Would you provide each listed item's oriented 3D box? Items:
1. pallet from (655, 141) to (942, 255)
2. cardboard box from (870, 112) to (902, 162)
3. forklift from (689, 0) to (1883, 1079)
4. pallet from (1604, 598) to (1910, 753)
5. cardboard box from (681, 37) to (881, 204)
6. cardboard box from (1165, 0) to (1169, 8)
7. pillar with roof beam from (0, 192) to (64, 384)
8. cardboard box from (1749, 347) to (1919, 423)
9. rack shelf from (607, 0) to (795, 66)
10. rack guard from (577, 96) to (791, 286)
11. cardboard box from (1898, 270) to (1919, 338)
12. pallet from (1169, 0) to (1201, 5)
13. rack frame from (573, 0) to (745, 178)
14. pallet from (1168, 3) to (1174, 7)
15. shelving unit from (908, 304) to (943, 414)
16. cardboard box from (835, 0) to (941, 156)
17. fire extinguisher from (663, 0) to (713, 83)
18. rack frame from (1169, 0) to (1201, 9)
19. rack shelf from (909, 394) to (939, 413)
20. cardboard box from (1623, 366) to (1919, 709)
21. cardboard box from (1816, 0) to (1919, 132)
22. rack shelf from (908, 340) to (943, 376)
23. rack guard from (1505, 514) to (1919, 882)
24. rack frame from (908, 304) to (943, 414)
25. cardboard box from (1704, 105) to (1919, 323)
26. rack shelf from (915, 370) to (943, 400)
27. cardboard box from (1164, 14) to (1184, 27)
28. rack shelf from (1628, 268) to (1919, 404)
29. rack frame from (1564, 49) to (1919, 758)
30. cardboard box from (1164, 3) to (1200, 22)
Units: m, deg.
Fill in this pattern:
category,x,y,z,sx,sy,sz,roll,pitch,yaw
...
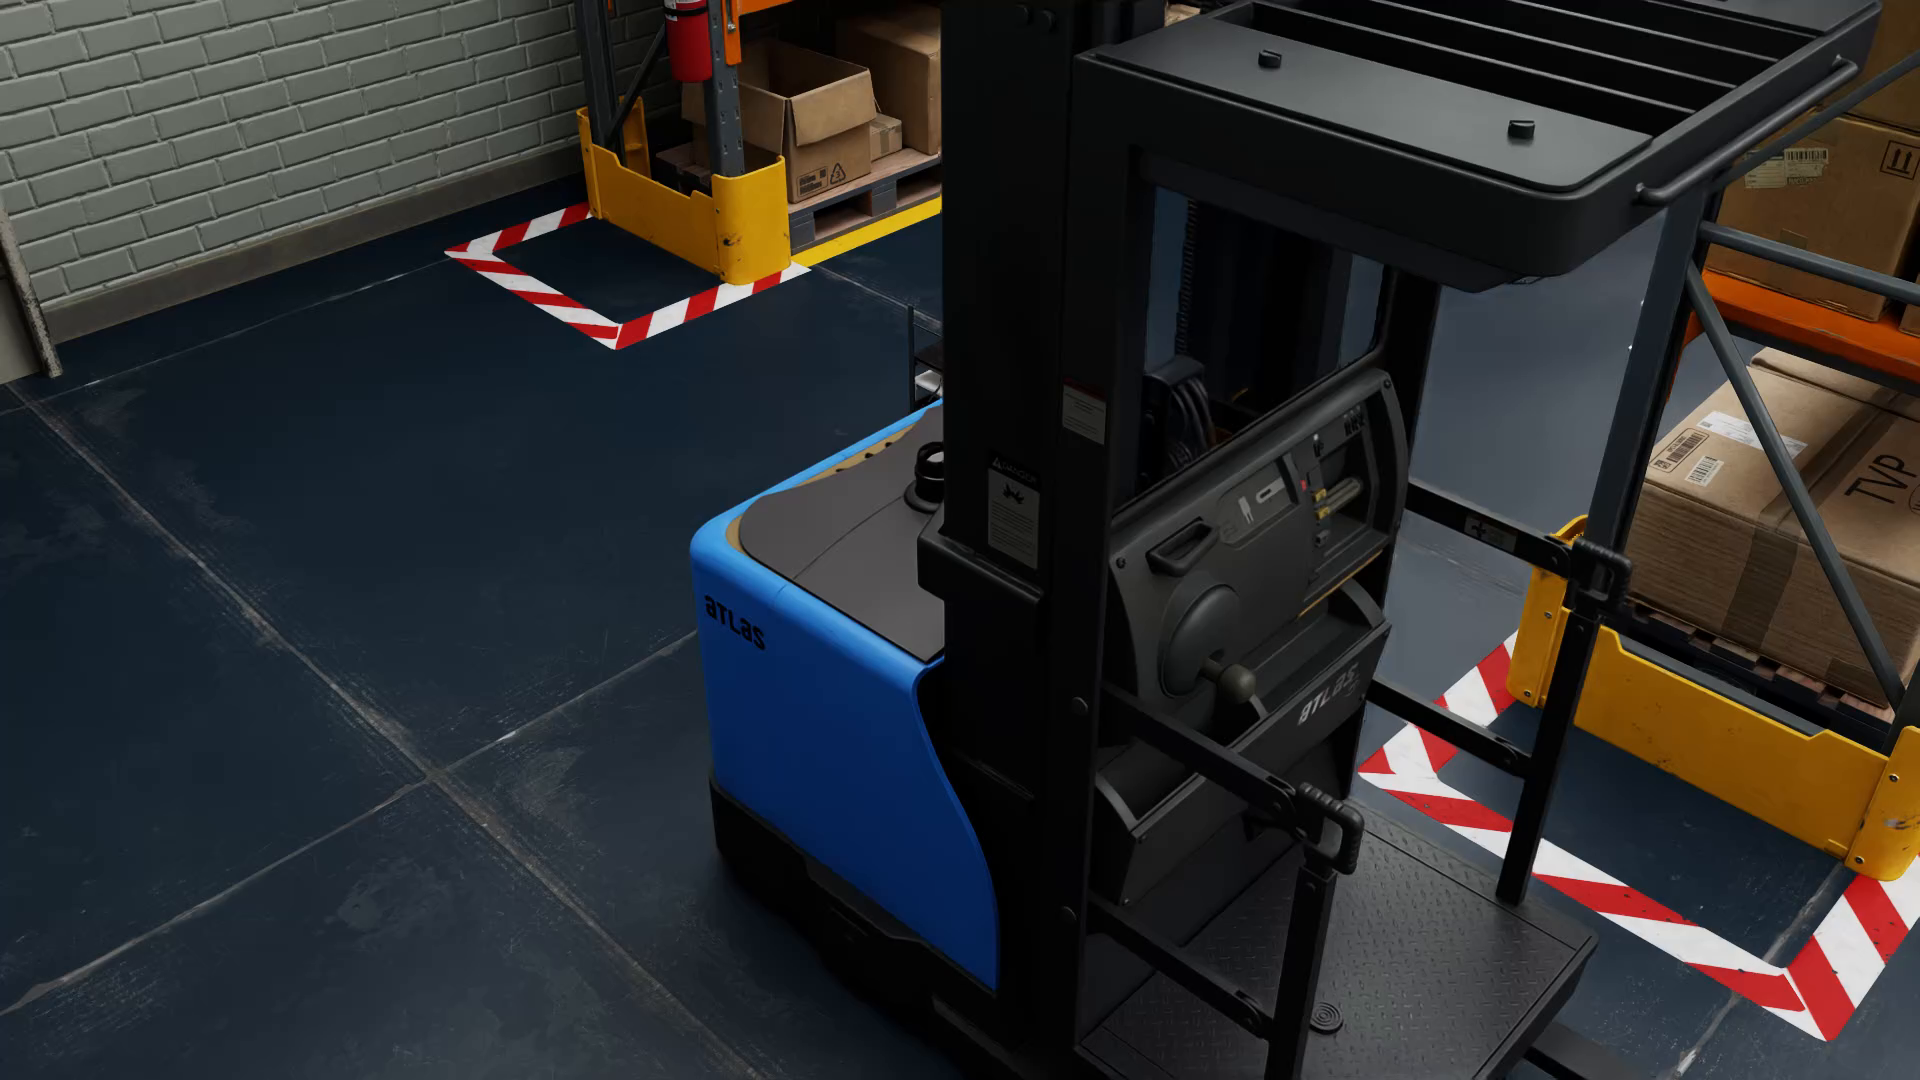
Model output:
category,x,y,z,sx,sy,sz,roll,pitch,yaw
pallet,-0.713,-1.827,8.185,1.003,0.211,1.213,30,45,35
cardboard box,-0.502,-1.986,8.100,0.380,0.149,0.250,28,43,34
forklift,0.760,0.037,3.135,3.031,2.935,1.130,28,44,34
pallet,2.706,0.171,5.321,1.003,0.211,1.213,30,45,35
cardboard box,-0.829,-1.974,7.774,0.797,0.503,0.637,28,43,34
cardboard box,0.858,-3.136,9.608,0.500,0.311,0.500,-28,44,-34
pillar with roof beam,-0.811,-2.610,1.626,9.100,9.000,0.400,30,45,35
cardboard box,3.231,-0.421,5.605,0.875,0.438,0.875,-29,44,-34
rack shelf,0.082,-3.133,8.249,1.077,0.370,4.000,30,45,35
rack guard,-1.274,-1.622,7.638,1.175,0.500,0.348,30,45,35
cardboard box,2.740,-0.737,4.097,0.500,0.500,0.500,29,44,35
pallet,2.037,-3.441,10.500,1.003,0.211,1.213,30,45,35
rack frame,-1.327,-2.616,6.879,1.000,3.000,0.127,30,45,35
pallet,1.007,-2.818,9.606,1.003,0.211,1.213,30,45,35
shelving unit,-0.006,-0.366,5.488,0.258,0.900,0.210,30,45,35
cardboard box,-0.199,-2.304,8.250,0.500,0.500,0.700,-28,44,-34
fire extinguisher,-1.103,-2.185,6.655,0.296,0.674,0.183,30,45,35
rack frame,1.491,-4.240,9.207,1.000,3.000,0.127,30,45,35
rack shelf,-0.006,-0.412,5.455,0.258,0.077,0.200,30,45,35
cardboard box,2.592,-0.047,5.067,0.875,0.438,0.875,28,44,34
cardboard box,2.369,-1.360,4.116,0.500,0.500,0.500,-28,44,-34
rack shelf,-0.006,-0.560,5.352,0.258,0.077,0.200,30,45,35
rack guard,2.181,0.418,4.714,1.175,0.500,0.348,30,45,35
rack frame,-0.077,-0.325,5.429,0.240,0.900,0.006,30,45,35
cardboard box,2.350,-0.961,4.418,0.500,0.500,0.500,-30,45,-35
rack shelf,-0.006,-0.486,5.404,0.258,0.077,0.200,30,45,35
cardboard box,1.055,-2.801,9.167,0.258,0.266,0.396,-28,44,-34
rack shelf,3.607,-1.134,5.382,1.077,0.370,4.000,30,45,35
rack frame,2.198,-0.617,4.013,1.000,3.000,0.127,30,45,35
cardboard box,1.307,-2.898,9.409,0.380,0.149,0.250,28,44,34
